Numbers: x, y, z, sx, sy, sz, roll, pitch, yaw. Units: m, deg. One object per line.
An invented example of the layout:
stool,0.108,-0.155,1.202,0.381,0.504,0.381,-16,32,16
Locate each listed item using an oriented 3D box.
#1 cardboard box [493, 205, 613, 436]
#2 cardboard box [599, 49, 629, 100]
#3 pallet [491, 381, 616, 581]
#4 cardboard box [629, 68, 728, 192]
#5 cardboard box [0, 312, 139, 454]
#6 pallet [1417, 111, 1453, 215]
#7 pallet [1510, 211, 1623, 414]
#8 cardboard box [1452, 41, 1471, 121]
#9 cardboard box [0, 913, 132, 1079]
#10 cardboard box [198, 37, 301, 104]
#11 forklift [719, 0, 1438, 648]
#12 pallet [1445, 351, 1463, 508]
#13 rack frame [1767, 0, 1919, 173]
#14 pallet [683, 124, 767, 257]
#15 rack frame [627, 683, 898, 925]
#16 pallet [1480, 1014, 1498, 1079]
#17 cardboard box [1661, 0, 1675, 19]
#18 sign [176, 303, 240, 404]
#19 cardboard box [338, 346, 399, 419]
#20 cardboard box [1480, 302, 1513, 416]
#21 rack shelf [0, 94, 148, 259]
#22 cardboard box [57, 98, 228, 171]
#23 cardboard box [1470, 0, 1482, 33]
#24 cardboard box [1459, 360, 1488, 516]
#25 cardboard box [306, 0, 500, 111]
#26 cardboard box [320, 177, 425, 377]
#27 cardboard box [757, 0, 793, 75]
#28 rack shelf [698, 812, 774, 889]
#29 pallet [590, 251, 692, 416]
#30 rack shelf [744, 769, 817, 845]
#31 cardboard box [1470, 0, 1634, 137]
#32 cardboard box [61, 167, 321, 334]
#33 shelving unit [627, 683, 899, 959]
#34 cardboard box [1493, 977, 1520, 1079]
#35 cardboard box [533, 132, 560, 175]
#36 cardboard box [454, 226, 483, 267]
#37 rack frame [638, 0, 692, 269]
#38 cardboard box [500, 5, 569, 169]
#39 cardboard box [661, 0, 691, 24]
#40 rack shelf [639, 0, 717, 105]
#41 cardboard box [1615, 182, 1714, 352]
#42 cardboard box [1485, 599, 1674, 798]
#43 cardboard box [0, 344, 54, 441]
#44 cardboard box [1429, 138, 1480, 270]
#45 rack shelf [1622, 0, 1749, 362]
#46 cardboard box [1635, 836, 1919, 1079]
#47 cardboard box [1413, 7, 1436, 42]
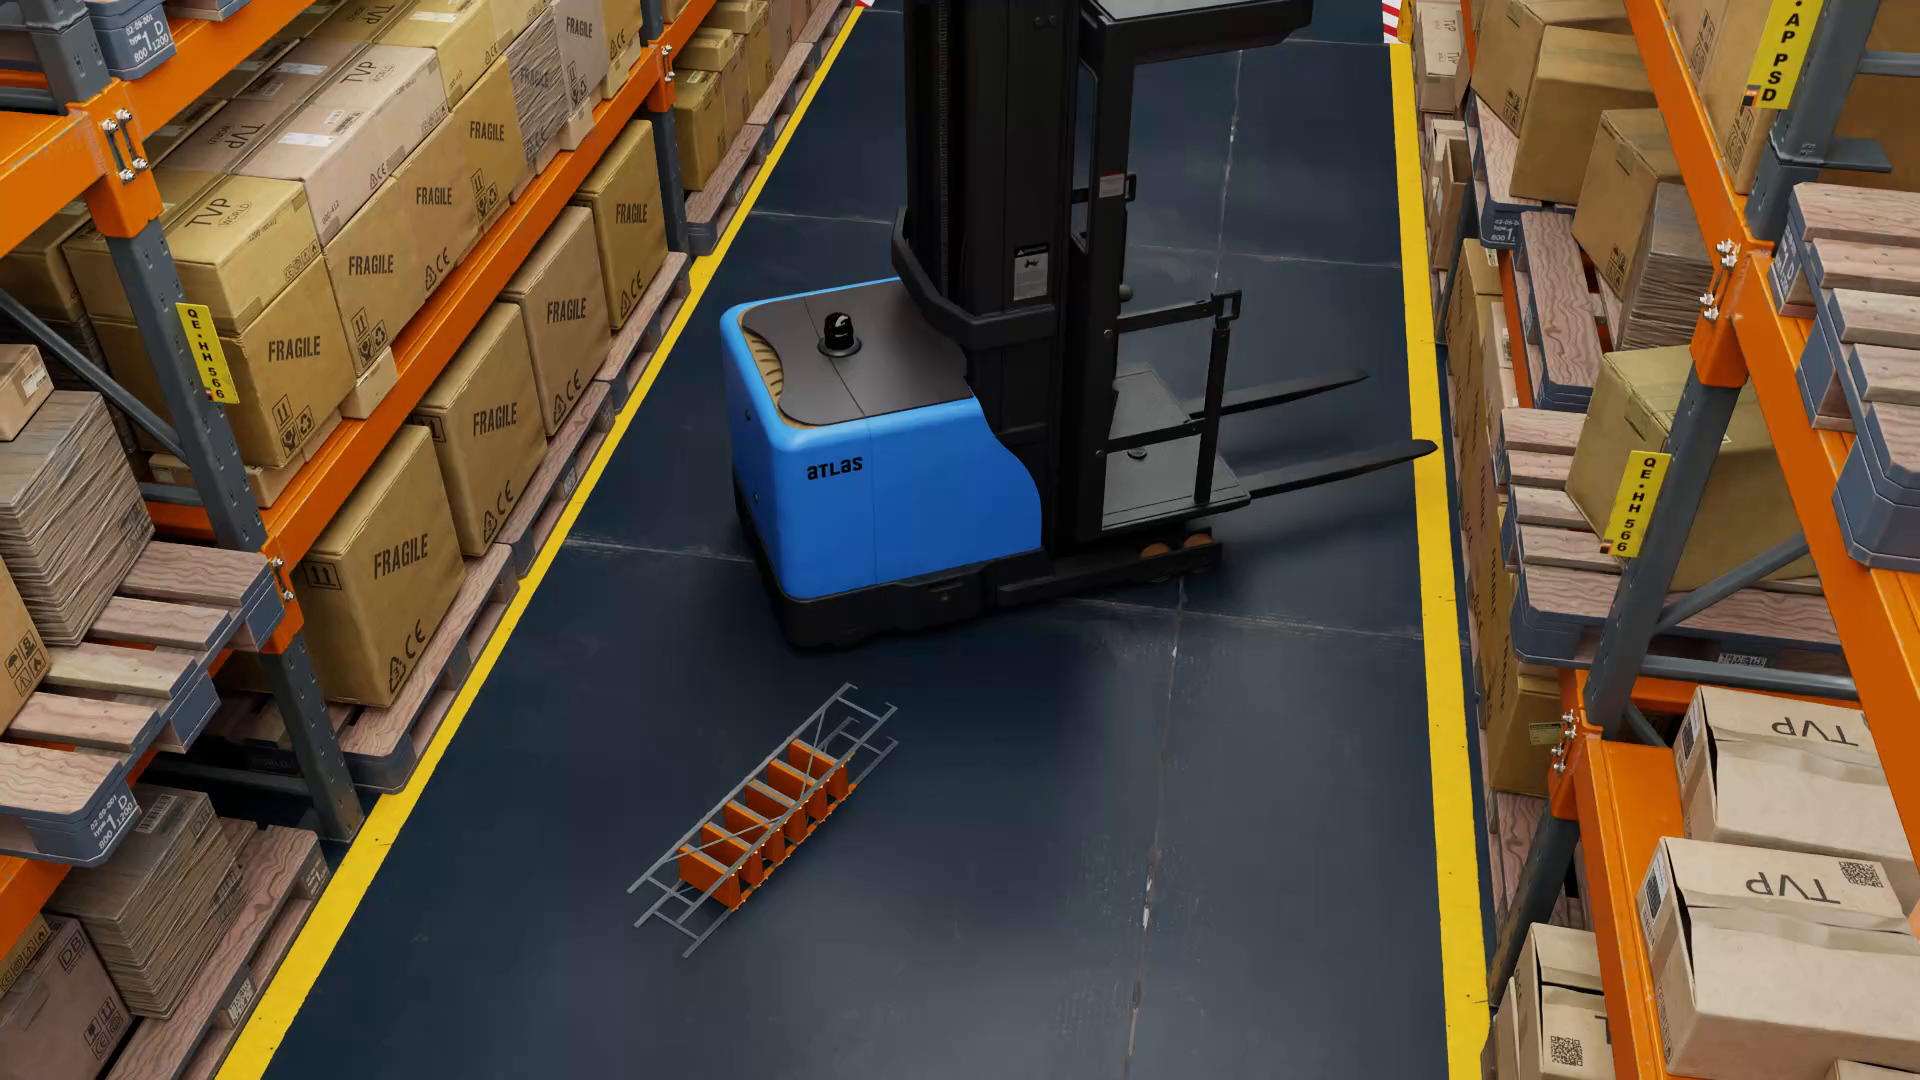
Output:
cardboard box,-2.099,-1.024,7.492,0.750,0.750,0.750,8,40,9
cardboard box,-1.764,-2.178,7.711,0.380,0.149,0.250,7,40,8
pallet,-2.232,-0.336,7.491,1.003,0.211,1.213,6,40,8
cardboard box,-1.733,-2.328,9.343,0.700,0.500,0.500,7,40,8
cardboard box,-2.834,-0.647,5.351,0.500,0.500,0.500,7,40,8
pallet,3.245,-2.251,9.807,1.003,0.211,1.213,6,40,8
pallet,2.556,-0.764,5.970,1.003,0.211,1.213,6,40,8
cardboard box,3.236,-2.514,9.551,0.797,0.503,0.637,6,40,8
cardboard box,-2.933,1.401,4.818,0.700,0.500,0.500,6,40,8
cardboard box,-2.647,-1.570,5.879,0.500,0.250,0.500,5,40,7
forklift,0.590,-1.258,6.471,3.031,2.935,1.130,-12,41,-14
pallet,2.813,-0.538,7.735,1.003,0.211,1.213,6,40,8
rack frame,2.224,-1.929,2.521,1.000,3.000,0.127,6,40,8
pallet,-1.755,-2.065,9.582,1.003,0.211,1.213,6,40,8
rack frame,-0.671,0.899,5.867,0.240,0.006,1.200,24,45,26
pallet,2.043,1.970,4.701,1.003,0.211,1.213,6,40,8
cardboard box,2.445,-1.735,4.562,0.910,0.500,0.500,6,40,8
sign,-2.120,-0.523,4.681,0.100,0.325,0.005,6,40,8
cardboard box,-2.189,-0.567,5.764,0.380,0.149,0.250,8,40,9
cardboard box,2.419,-0.718,6.792,0.500,0.250,0.500,6,40,8
rack shelf,-3.002,0.216,2.846,1.077,0.370,4.000,6,40,8
cardboard box,-2.739,-1.248,5.490,0.500,0.250,0.500,5,40,6
cardboard box,2.838,-2.831,8.242,0.500,0.500,0.500,7,40,9
cardboard box,2.417,-0.408,7.006,0.500,0.500,0.500,7,40,8
cardboard box,-2.066,-1.840,6.205,0.500,0.250,0.500,6,40,7
cardboard box,-2.220,-0.926,5.688,0.500,0.500,0.500,8,40,9
cardboard box,-1.467,-3.300,10.519,0.700,0.500,0.500,5,40,6
rack shelf,-0.782,1.072,5.801,0.258,0.180,0.103,24,45,26
pallet,-2.023,-1.104,8.419,1.003,0.211,1.213,6,40,8
rack shelf,-0.646,0.946,5.953,0.258,0.180,0.103,24,45,26
cardboard box,2.614,-2.055,6.973,0.700,0.500,0.500,-6,40,-7
cardboard box,-2.318,-0.885,5.050,0.500,0.250,0.500,7,40,9
shelving unit,-0.671,0.970,5.925,0.258,0.189,1.200,24,45,26
cardboard box,1.844,1.577,4.816,0.500,0.250,0.500,6,40,8
cardboard box,-1.948,-1.702,7.136,0.380,0.149,0.250,6,40,8
cardboard box,-2.116,-1.217,6.549,0.380,0.149,0.250,7,40,8
rack frame,-1.963,-2.671,8.127,1.000,3.000,0.127,6,40,8
cardboard box,-1.969,-1.879,6.841,0.500,0.500,0.500,6,40,8
cardboard box,-1.854,-3.125,8.441,0.980,0.700,0.700,7,40,8
rack shelf,-1.617,-3.649,9.874,1.077,0.370,4.000,6,40,8
cardboard box,2.568,-0.778,5.429,0.700,0.500,0.500,14,42,16
cardboard box,2.155,0.564,5.830,0.500,0.500,0.500,8,40,9
cardboard box,-2.686,-0.399,4.446,0.380,0.149,0.250,2,40,2
cardboard box,2.735,-1.722,8.595,0.500,0.500,0.500,6,40,8
rack shelf,2.570,-1.751,5.224,1.077,0.370,4.000,6,40,8
cardboard box,1.878,0.957,3.808,0.500,0.311,0.500,6,40,7
cardboard box,3.154,-3.333,10.806,0.380,0.166,0.250,6,40,8
